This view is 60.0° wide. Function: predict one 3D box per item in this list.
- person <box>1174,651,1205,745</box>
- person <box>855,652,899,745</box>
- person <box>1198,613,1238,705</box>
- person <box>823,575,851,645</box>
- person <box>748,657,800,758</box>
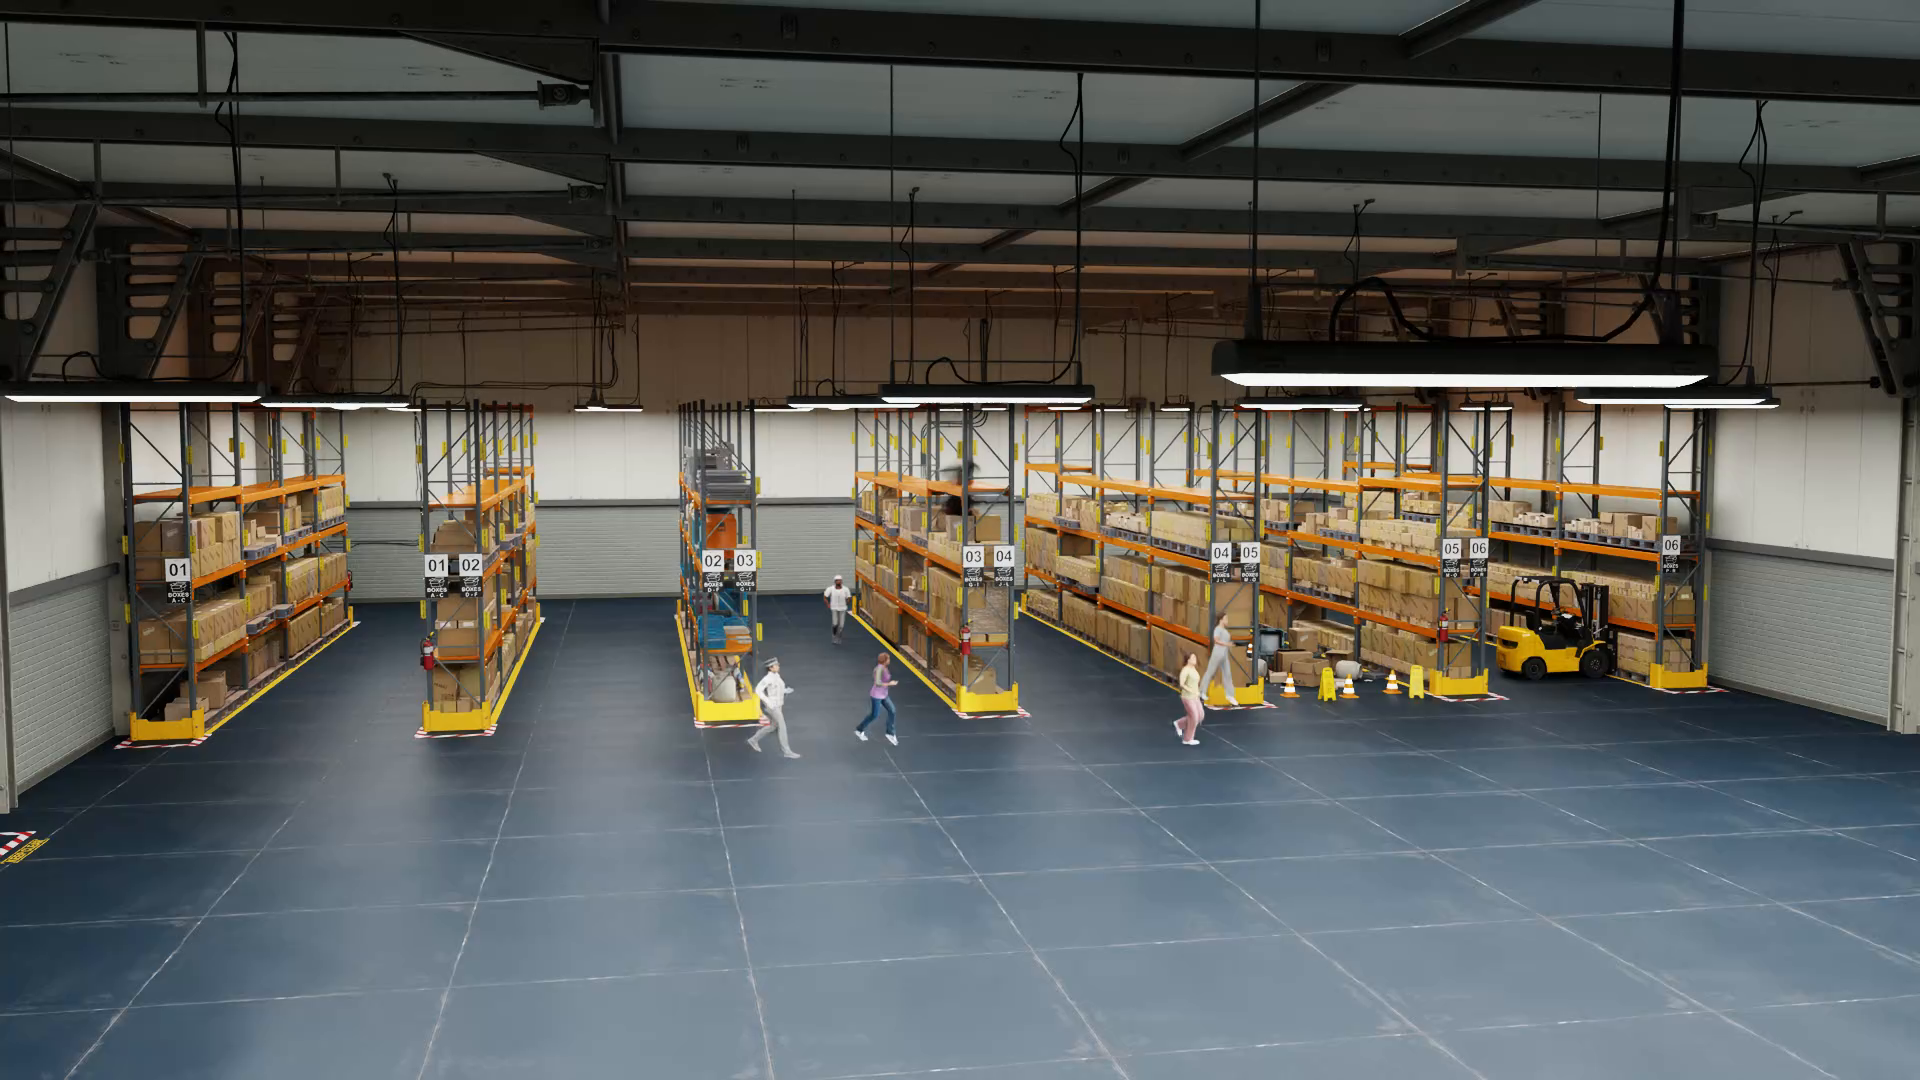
[{"bbox_3d":[3.957,2.732,28.839,0.577,1.624,0.625,2,5,30],"label":"person"},{"bbox_3d":[-1.450,2.752,28.891,0.804,1.627,0.561,1,4,15],"label":"person"},{"bbox_3d":[4.935,2.227,31.516,0.843,1.719,0.606,3,5,31],"label":"person"},{"bbox_3d":[-3.011,1.741,41.198,0.683,1.742,0.619,-1,4,-14],"label":"person"},{"bbox_3d":[-3.106,2.772,27.653,0.938,1.674,0.614,1,4,10],"label":"person"}]
